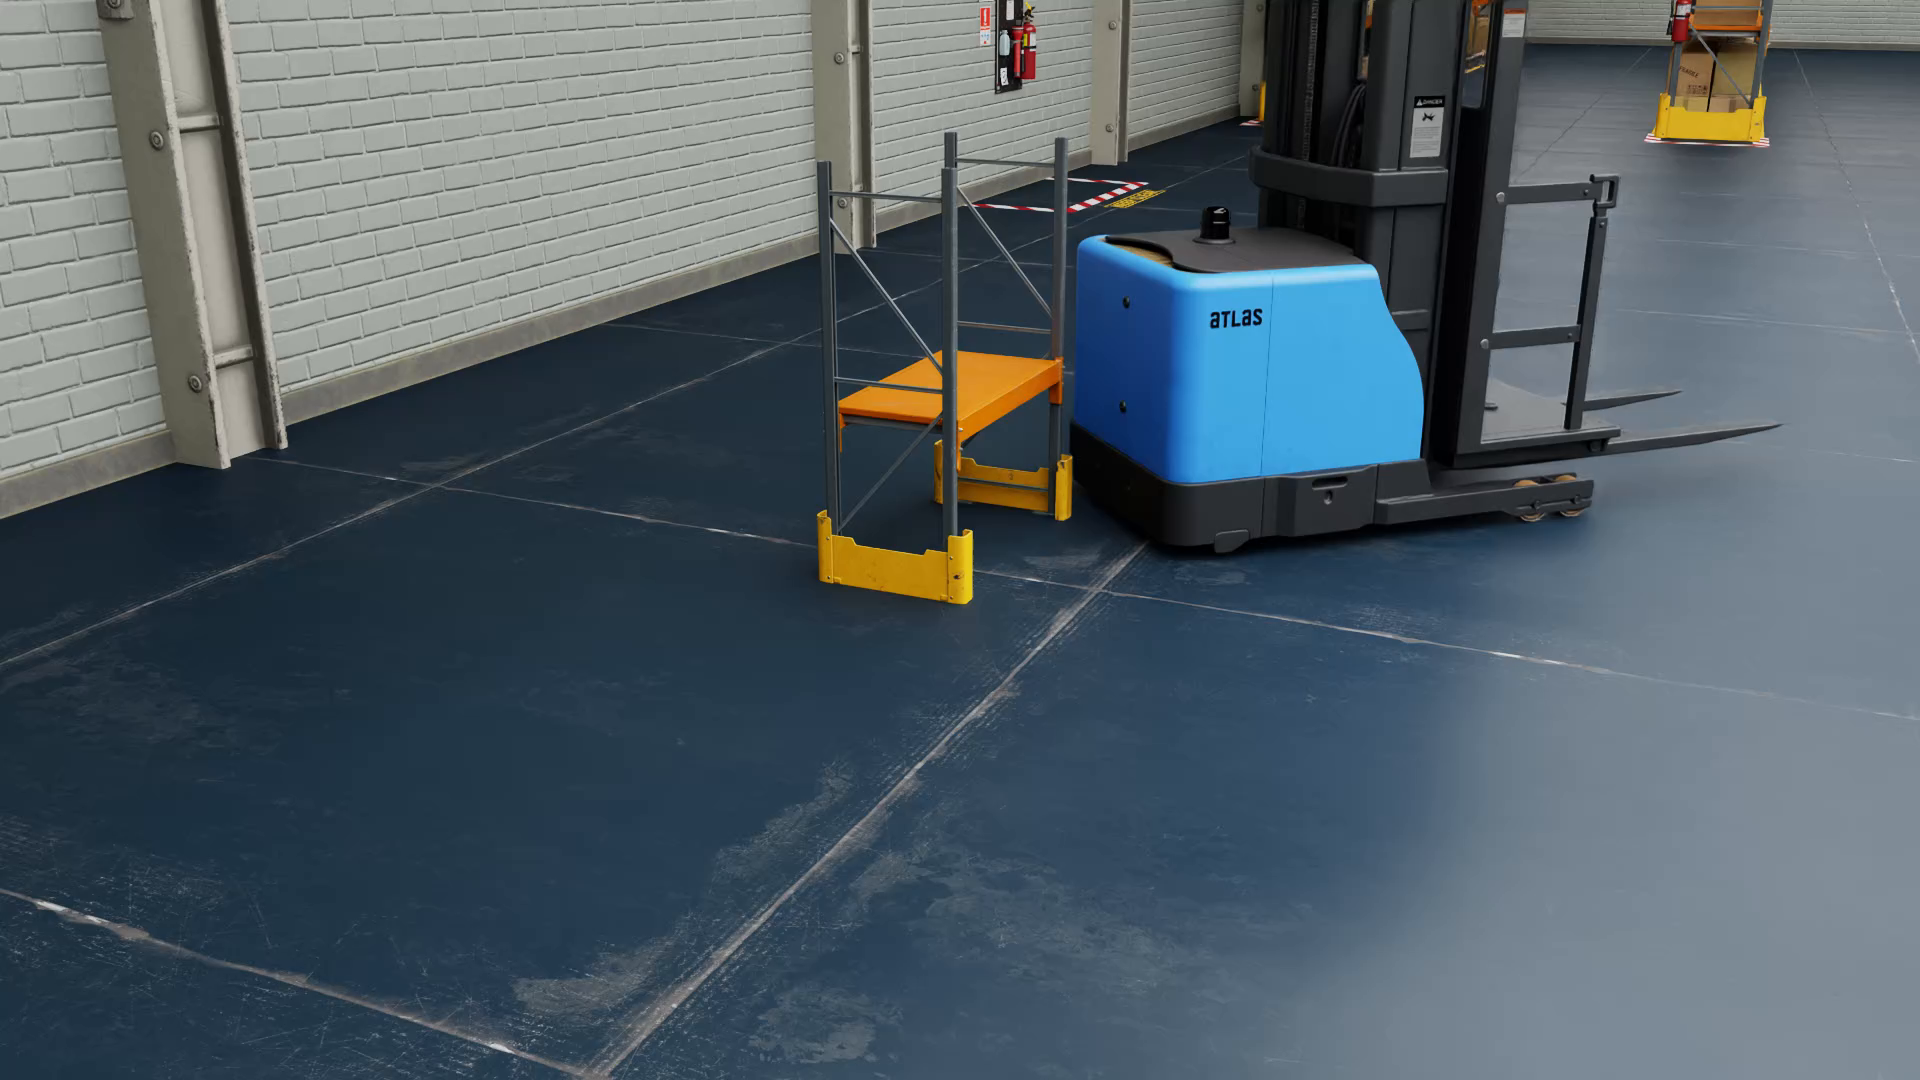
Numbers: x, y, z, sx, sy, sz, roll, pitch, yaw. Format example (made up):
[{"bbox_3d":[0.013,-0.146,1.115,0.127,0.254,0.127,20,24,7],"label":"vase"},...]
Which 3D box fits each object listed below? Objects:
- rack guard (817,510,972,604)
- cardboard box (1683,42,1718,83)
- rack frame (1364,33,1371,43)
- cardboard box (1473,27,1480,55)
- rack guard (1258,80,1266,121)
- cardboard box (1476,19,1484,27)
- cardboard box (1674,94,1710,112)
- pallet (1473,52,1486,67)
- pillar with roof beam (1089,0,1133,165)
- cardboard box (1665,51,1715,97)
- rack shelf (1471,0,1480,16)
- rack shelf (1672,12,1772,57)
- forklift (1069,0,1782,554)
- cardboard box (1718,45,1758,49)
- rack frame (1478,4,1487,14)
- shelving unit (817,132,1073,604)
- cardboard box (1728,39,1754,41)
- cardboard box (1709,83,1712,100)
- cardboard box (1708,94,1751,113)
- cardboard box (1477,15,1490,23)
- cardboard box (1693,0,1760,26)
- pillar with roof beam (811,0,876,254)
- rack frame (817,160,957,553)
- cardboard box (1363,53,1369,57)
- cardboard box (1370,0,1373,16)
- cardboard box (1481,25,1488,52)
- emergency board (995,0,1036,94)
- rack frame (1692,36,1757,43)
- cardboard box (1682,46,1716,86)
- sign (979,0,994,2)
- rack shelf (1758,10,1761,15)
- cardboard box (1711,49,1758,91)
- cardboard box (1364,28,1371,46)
[{"bbox_3d":[-0.235,0.058,5.933,0.587,0.250,0.087,9,21,23],"label":"rack guard"},{"bbox_3d":[10.037,-6.524,22.696,0.500,0.500,0.500,9,21,23],"label":"cardboard box"},{"bbox_3d":[6.190,-8.200,25.050,1.000,3.000,0.127,9,21,23],"label":"rack frame"},{"bbox_3d":[9.865,-9.880,32.878,0.700,0.500,0.500,9,21,23],"label":"cardboard box"},{"bbox_3d":[4.583,-5.823,22.096,1.175,0.500,0.348,9,21,23],"label":"rack guard"},{"bbox_3d":[10.172,-10.266,32.993,0.380,0.149,0.250,9,22,25],"label":"cardboard box"},{"bbox_3d":[9.022,-5.406,20.669,0.500,0.250,0.500,9,21,23],"label":"cardboard box"},{"bbox_3d":[9.848,-9.554,33.017,1.003,0.211,1.213,9,21,23],"label":"pallet"},{"bbox_3d":[5.520,-7.712,14.723,9.100,9.000,0.400,9,21,23],"label":"pillar with roof beam"},{"bbox_3d":[9.021,-5.759,20.544,0.500,0.500,0.500,9,21,23],"label":"cardboard box"},{"bbox_3d":[8.647,-9.695,30.328,1.077,0.370,4.000,9,21,23],"label":"rack shelf"},{"bbox_3d":[9.891,-6.571,21.543,1.077,0.370,4.000,9,21,23],"label":"rack shelf"},{"bbox_3d":[2.033,-1.612,6.628,3.031,2.935,1.130,-7,21,-18],"label":"forklift"},{"bbox_3d":[10.303,-6.301,22.067,0.500,0.500,0.500,9,21,23],"label":"cardboard box"},{"bbox_3d":[11.104,-11.868,35.365,1.000,3.000,0.127,9,21,23],"label":"rack frame"},{"bbox_3d":[-0.031,-0.683,6.152,0.587,1.500,1.083,9,21,23],"label":"shelving unit"},{"bbox_3d":[13.215,-8.187,28.088,0.500,0.500,0.500,8,21,22],"label":"cardboard box"},{"bbox_3d":[10.035,-6.172,22.823,0.500,0.250,0.500,9,21,23],"label":"cardboard box"},{"bbox_3d":[9.495,-5.335,20.469,0.500,0.250,0.500,9,21,23],"label":"cardboard box"},{"bbox_3d":[10.918,-10.824,34.564,0.380,0.149,0.250,9,22,24],"label":"cardboard box"},{"bbox_3d":[9.275,-6.487,20.083,0.700,0.500,0.500,9,21,23],"label":"cardboard box"},{"bbox_3d":[3.063,-5.878,9.566,9.100,9.000,0.400,9,21,23],"label":"pillar with roof beam"},{"bbox_3d":[-0.243,-0.525,5.707,0.500,1.500,0.032,9,21,23],"label":"rack frame"},{"bbox_3d":[5.801,-6.907,24.487,0.500,0.500,0.500,7,21,19],"label":"cardboard box"},{"bbox_3d":[5.455,-7.337,22.818,0.500,0.250,0.500,8,21,22],"label":"cardboard box"},{"bbox_3d":[10.286,-10.190,33.749,0.700,0.500,0.500,9,22,24],"label":"cardboard box"},{"bbox_3d":[0.545,-4.726,15.280,0.194,1.169,0.643,9,21,23],"label":"emergency board"},{"bbox_3d":[12.348,-8.744,26.580,1.000,3.000,0.127,9,21,23],"label":"rack frame"},{"bbox_3d":[9.623,-6.220,21.839,0.500,0.500,0.500,9,21,23],"label":"cardboard box"},{"bbox_3d":[0.235,-4.837,14.750,0.001,0.109,0.331,9,21,23],"label":"sign"},{"bbox_3d":[11.529,-7.794,24.982,1.077,0.370,4.000,9,21,23],"label":"rack shelf"},{"bbox_3d":[9.891,-5.996,21.209,0.500,0.500,0.500,9,21,23],"label":"cardboard box"},{"bbox_3d":[6.653,-7.945,26.288,0.500,0.250,0.500,8,21,22],"label":"cardboard box"}]
